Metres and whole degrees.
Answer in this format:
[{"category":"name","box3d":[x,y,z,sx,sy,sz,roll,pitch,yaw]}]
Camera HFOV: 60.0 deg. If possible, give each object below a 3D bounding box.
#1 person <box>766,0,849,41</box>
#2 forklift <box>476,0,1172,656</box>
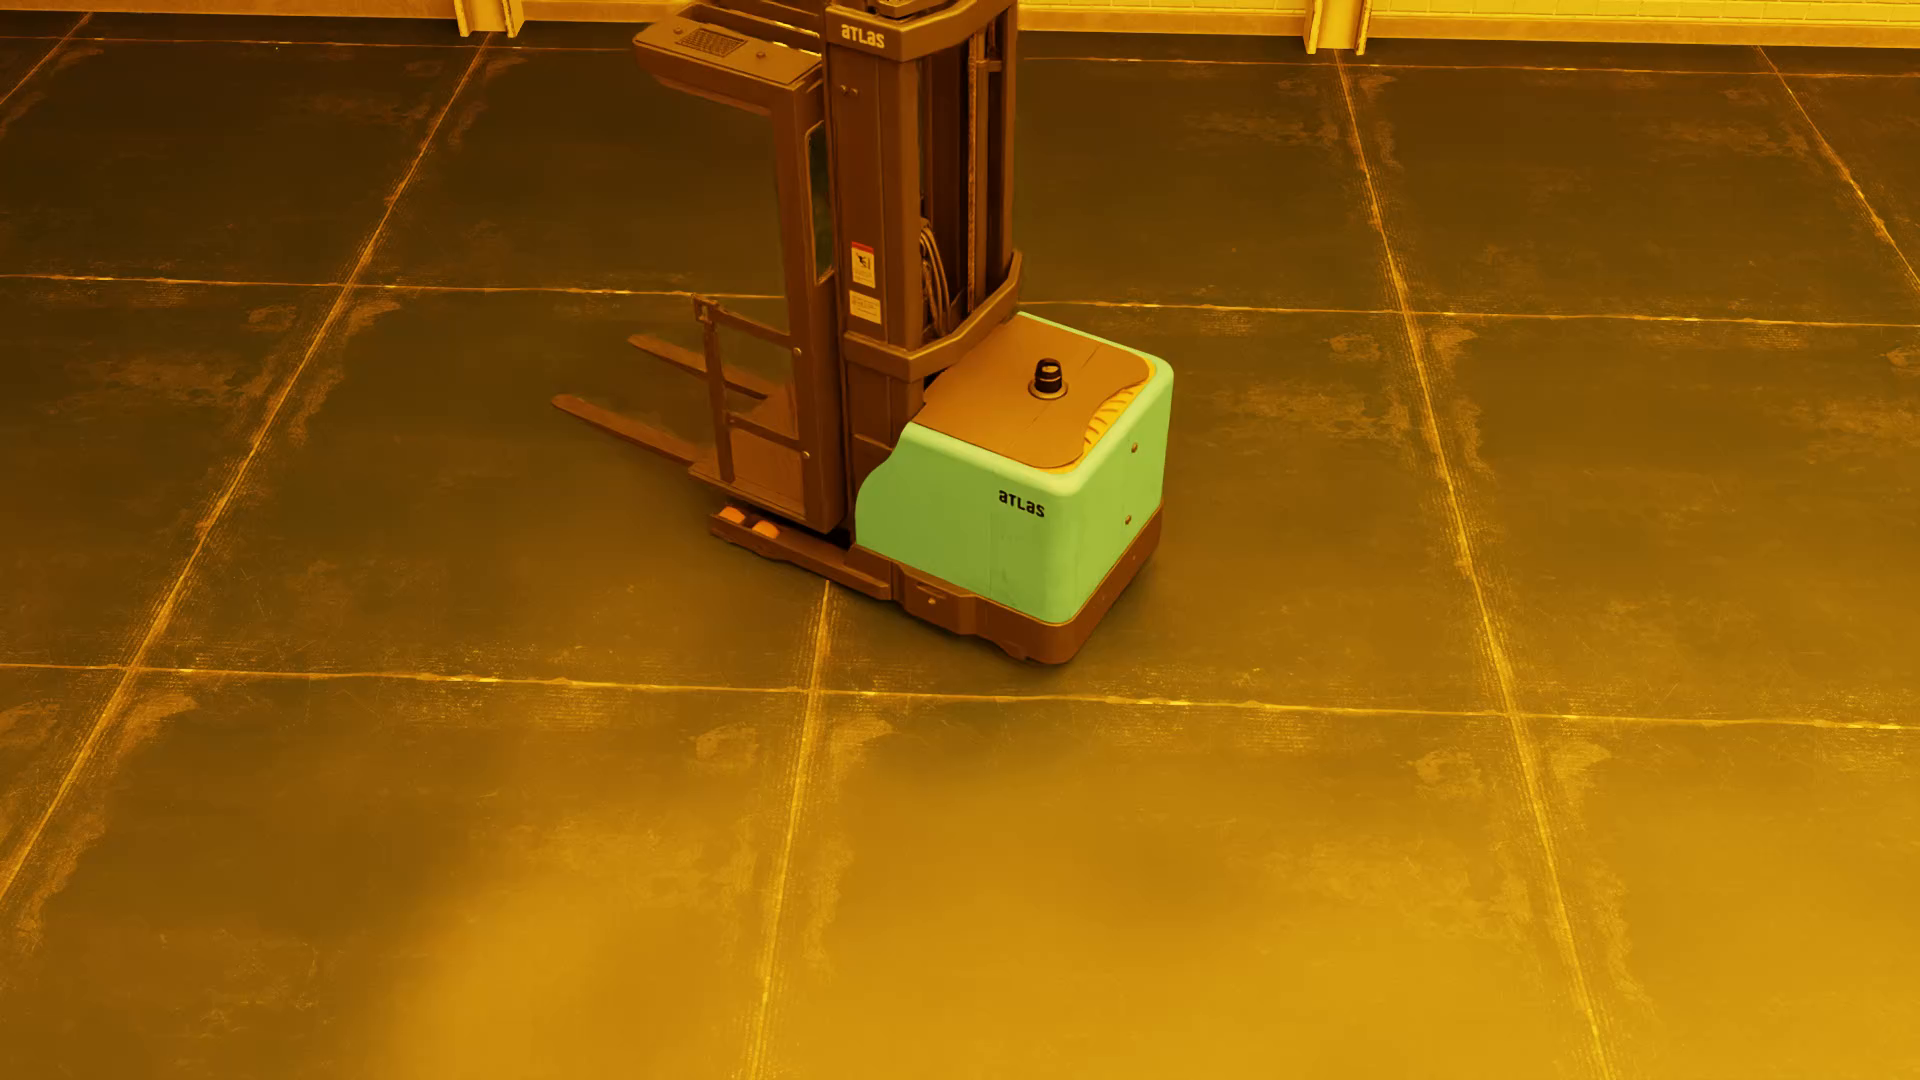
[{"category":"person","box3d":[-0.808,-3.098,10.112,0.798,1.637,0.400,1,42,1]},{"category":"forklift","box3d":[-0.661,-0.966,6.801,3.031,2.935,1.130,-10,43,-10]}]
